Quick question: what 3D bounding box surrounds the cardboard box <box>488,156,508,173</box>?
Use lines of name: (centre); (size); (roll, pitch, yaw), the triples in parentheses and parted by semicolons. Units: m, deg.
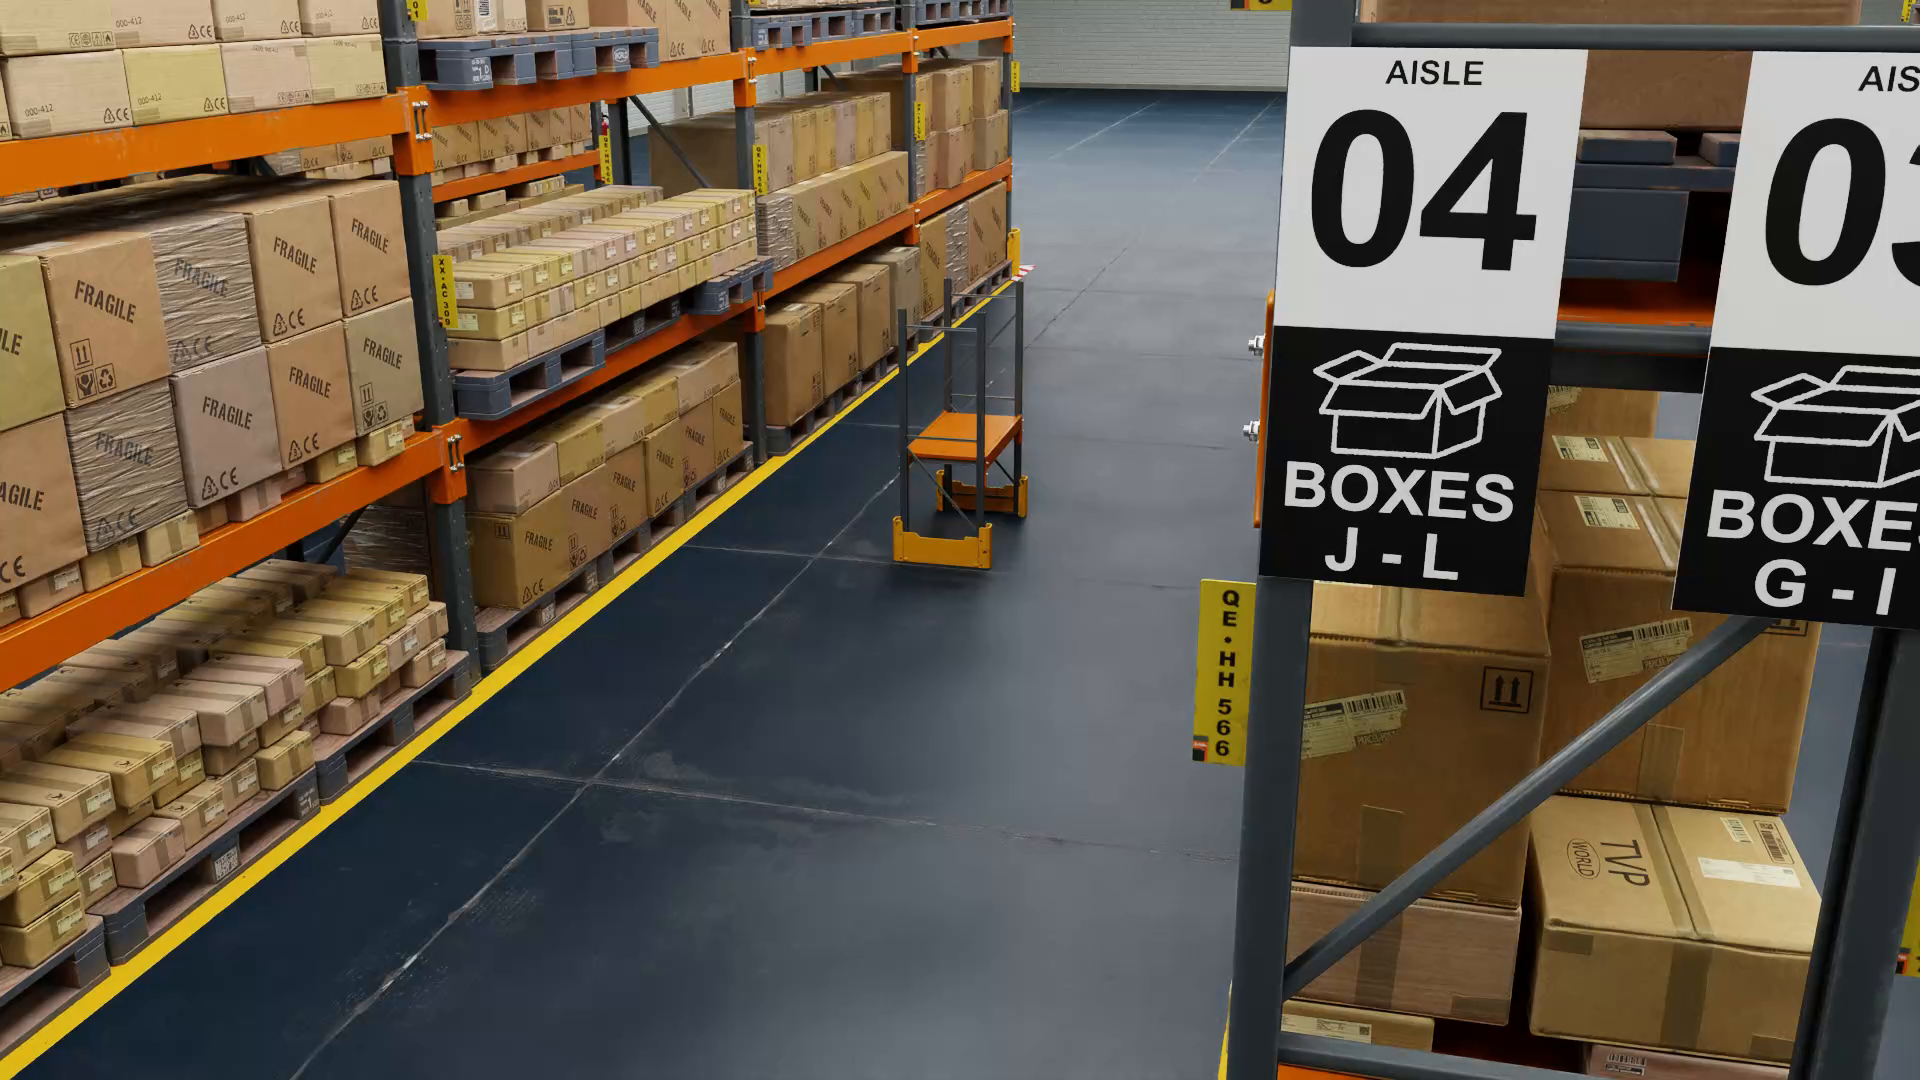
cardboard box: (-5.005, -3.970, 17.557); (0.380, 0.149, 0.250); (5, 19, 14)

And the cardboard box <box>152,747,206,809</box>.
cardboard box: (-3.107, 0.871, 6.296); (0.380, 0.149, 0.250); (6, 20, 16)

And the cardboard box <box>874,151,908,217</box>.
cardboard box: (-0.759, -3.118, 14.521); (0.500, 0.500, 0.500); (5, 19, 13)

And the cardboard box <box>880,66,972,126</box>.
cardboard box: (-0.358, -4.457, 16.694); (0.875, 0.550, 0.500); (5, 19, 13)

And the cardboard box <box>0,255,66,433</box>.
cardboard box: (-3.189, -0.595, 5.128); (0.500, 0.500, 0.500); (4, 19, 12)

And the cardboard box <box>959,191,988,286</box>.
cardboard box: (-0.228, -3.209, 17.579); (0.875, 0.875, 0.875); (4, 19, 13)

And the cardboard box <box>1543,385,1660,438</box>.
cardboard box: (1.961, -0.427, 5.410); (0.500, 0.500, 0.500); (5, 19, 14)

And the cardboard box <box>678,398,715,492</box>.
cardboard box: (-1.905, -0.628, 10.604); (0.500, 0.500, 0.500); (5, 20, 16)

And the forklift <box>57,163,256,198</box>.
forklift: (-4.570, -1.566, 10.237); (1.130, 2.935, 3.031); (5, 19, 14)

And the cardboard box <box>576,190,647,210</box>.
cardboard box: (-2.231, -2.149, 10.658); (0.380, 0.149, 0.250); (4, 19, 12)

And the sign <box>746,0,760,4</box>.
sign: (-1.342, -3.622, 10.712); (0.100, 0.325, 0.005); (5, 19, 13)

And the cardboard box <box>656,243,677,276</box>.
cardboard box: (-1.860, -1.627, 9.590); (0.380, 0.149, 0.250); (5, 20, 15)

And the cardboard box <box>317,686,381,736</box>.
cardboard box: (-2.757, 0.715, 7.215); (0.380, 0.149, 0.250); (4, 19, 12)

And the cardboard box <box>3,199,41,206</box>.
cardboard box: (-6.686, -2.194, 11.428); (0.500, 0.250, 0.500); (4, 19, 12)

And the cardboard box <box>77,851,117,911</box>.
cardboard box: (-3.207, 1.191, 5.820); (0.380, 0.149, 0.250); (5, 19, 14)

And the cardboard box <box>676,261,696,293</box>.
cardboard box: (-1.796, -1.570, 9.883); (0.380, 0.149, 0.250); (4, 19, 11)

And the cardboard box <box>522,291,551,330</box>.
cardboard box: (-2.241, -1.137, 8.155); (0.380, 0.149, 0.250); (4, 19, 12)

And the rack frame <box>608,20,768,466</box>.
rack frame: (-1.868, -2.002, 11.408); (1.000, 3.000, 0.127); (5, 19, 13)

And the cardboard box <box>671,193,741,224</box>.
cardboard box: (-1.606, -2.095, 10.499); (0.380, 0.149, 0.250); (4, 19, 13)

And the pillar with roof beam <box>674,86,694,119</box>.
pillar with roof beam: (-2.024, -13.253, 35.067); (9.100, 9.000, 0.400); (5, 19, 13)

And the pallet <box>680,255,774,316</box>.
pallet: (-1.938, -1.679, 10.760); (1.213, 0.211, 1.003); (5, 19, 13)

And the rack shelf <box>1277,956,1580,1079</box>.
rack shelf: (1.451, 0.643, 4.779); (1.077, 0.370, 4.000); (5, 19, 13)

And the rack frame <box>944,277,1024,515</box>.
rack frame: (0.145, -0.896, 10.490); (0.500, 1.500, 0.032); (5, 19, 13)

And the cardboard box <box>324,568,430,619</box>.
cardboard box: (-2.679, 0.253, 7.647); (0.380, 0.149, 0.250); (5, 20, 15)

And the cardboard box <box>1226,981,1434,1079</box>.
cardboard box: (0.730, 0.910, 3.271); (0.380, 0.149, 0.250); (5, 19, 14)

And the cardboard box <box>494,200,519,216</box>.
cardboard box: (-5.061, -3.362, 17.834); (0.500, 0.500, 0.500); (6, 20, 16)

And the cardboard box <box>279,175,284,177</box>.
cardboard box: (-5.991, -3.031, 14.159); (0.380, 0.149, 0.250); (5, 20, 15)

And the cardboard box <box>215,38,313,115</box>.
cardboard box: (-2.836, -1.766, 6.308); (0.500, 0.250, 0.500); (5, 19, 13)

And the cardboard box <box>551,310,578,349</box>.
cardboard box: (-2.176, -1.080, 8.449); (0.380, 0.149, 0.250); (5, 19, 14)

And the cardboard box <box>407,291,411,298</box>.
cardboard box: (-2.876, -1.192, 8.315); (0.380, 0.149, 0.250); (5, 19, 14)

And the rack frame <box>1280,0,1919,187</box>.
rack frame: (0.963, -1.910, 1.857); (1.000, 3.000, 0.127); (5, 19, 13)

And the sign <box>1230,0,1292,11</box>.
sign: (0.440, -0.919, 2.350); (0.100, 0.325, 0.005); (5, 19, 13)

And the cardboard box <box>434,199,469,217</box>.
cardboard box: (-5.220, -3.372, 16.860); (0.380, 0.149, 0.250); (5, 19, 14)

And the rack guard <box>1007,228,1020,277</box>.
rack guard: (0.093, -3.334, 19.175); (1.175, 0.500, 0.348); (5, 19, 13)

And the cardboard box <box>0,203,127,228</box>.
cardboard box: (-3.456, -0.968, 6.219); (0.500, 0.500, 0.500); (5, 19, 14)

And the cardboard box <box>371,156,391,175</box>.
cardboard box: (-5.573, -3.512, 15.567); (0.380, 0.149, 0.250); (5, 19, 14)

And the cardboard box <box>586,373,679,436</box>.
cardboard box: (-2.033, -0.820, 10.006); (0.500, 0.250, 0.500); (5, 20, 15)

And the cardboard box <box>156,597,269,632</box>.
cardboard box: (-3.269, 0.377, 7.283); (0.380, 0.149, 0.250); (4, 19, 13)

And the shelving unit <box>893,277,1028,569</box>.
shelving unit: (0.019, -0.734, 10.015); (0.587, 1.500, 1.083); (5, 19, 13)

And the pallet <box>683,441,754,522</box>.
pallet: (-2.060, -0.437, 11.142); (1.003, 0.211, 1.213); (5, 19, 13)

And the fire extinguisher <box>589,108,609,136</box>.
fire extinguisher: (-4.263, -4.831, 19.812); (0.296, 0.674, 0.183); (5, 19, 13)

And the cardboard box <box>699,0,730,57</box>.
cardboard box: (-1.761, -3.270, 10.324); (0.500, 0.500, 0.500); (5, 19, 13)

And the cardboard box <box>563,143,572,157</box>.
cardboard box: (-4.659, -4.449, 18.960); (0.380, 0.149, 0.250); (4, 19, 12)

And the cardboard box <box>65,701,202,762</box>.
cardboard box: (-3.094, 0.737, 6.231); (0.380, 0.149, 0.250); (5, 19, 14)

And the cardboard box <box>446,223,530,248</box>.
cardboard box: (-2.617, -1.659, 9.223); (0.380, 0.149, 0.250); (4, 19, 11)

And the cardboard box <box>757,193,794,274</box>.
cardboard box: (-1.496, -2.169, 11.741); (0.500, 0.500, 0.500); (5, 19, 14)

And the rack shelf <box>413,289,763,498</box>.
rack shelf: (-2.356, -1.035, 9.689); (1.077, 0.370, 4.000); (5, 19, 13)

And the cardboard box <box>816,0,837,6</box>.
cardboard box: (-1.230, -4.153, 12.398); (0.500, 0.311, 0.500); (4, 19, 12)

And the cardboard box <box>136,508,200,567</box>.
cardboard box: (-3.000, -0.026, 6.010); (0.380, 0.149, 0.250); (5, 19, 14)

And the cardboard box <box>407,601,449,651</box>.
cardboard box: (-2.614, 0.385, 7.719); (0.380, 0.149, 0.250); (5, 20, 14)

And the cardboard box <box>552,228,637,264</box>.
cardboard box: (-1.988, -1.602, 9.056); (0.380, 0.149, 0.250); (5, 20, 15)

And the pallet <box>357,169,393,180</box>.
pallet: (-6.043, -3.296, 15.493); (1.003, 0.211, 1.213); (5, 19, 13)

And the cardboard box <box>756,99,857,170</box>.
cardboard box: (-1.253, -3.300, 13.507); (0.700, 0.500, 0.500); (5, 19, 14)

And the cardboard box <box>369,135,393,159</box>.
cardboard box: (-5.605, -3.839, 15.521); (0.500, 0.500, 0.500); (4, 19, 12)

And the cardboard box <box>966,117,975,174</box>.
cardboard box: (-0.332, -4.121, 17.379); (0.875, 0.550, 0.550); (5, 19, 13)

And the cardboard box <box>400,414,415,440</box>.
cardboard box: (-2.688, -0.521, 7.462); (0.380, 0.149, 0.250); (4, 19, 13)

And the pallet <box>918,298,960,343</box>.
pallet: (-0.629, -2.168, 16.209); (1.003, 0.211, 1.213); (5, 19, 13)

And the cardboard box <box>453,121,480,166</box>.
cardboard box: (-5.237, -4.078, 16.871); (0.500, 0.500, 0.500); (5, 19, 13)
